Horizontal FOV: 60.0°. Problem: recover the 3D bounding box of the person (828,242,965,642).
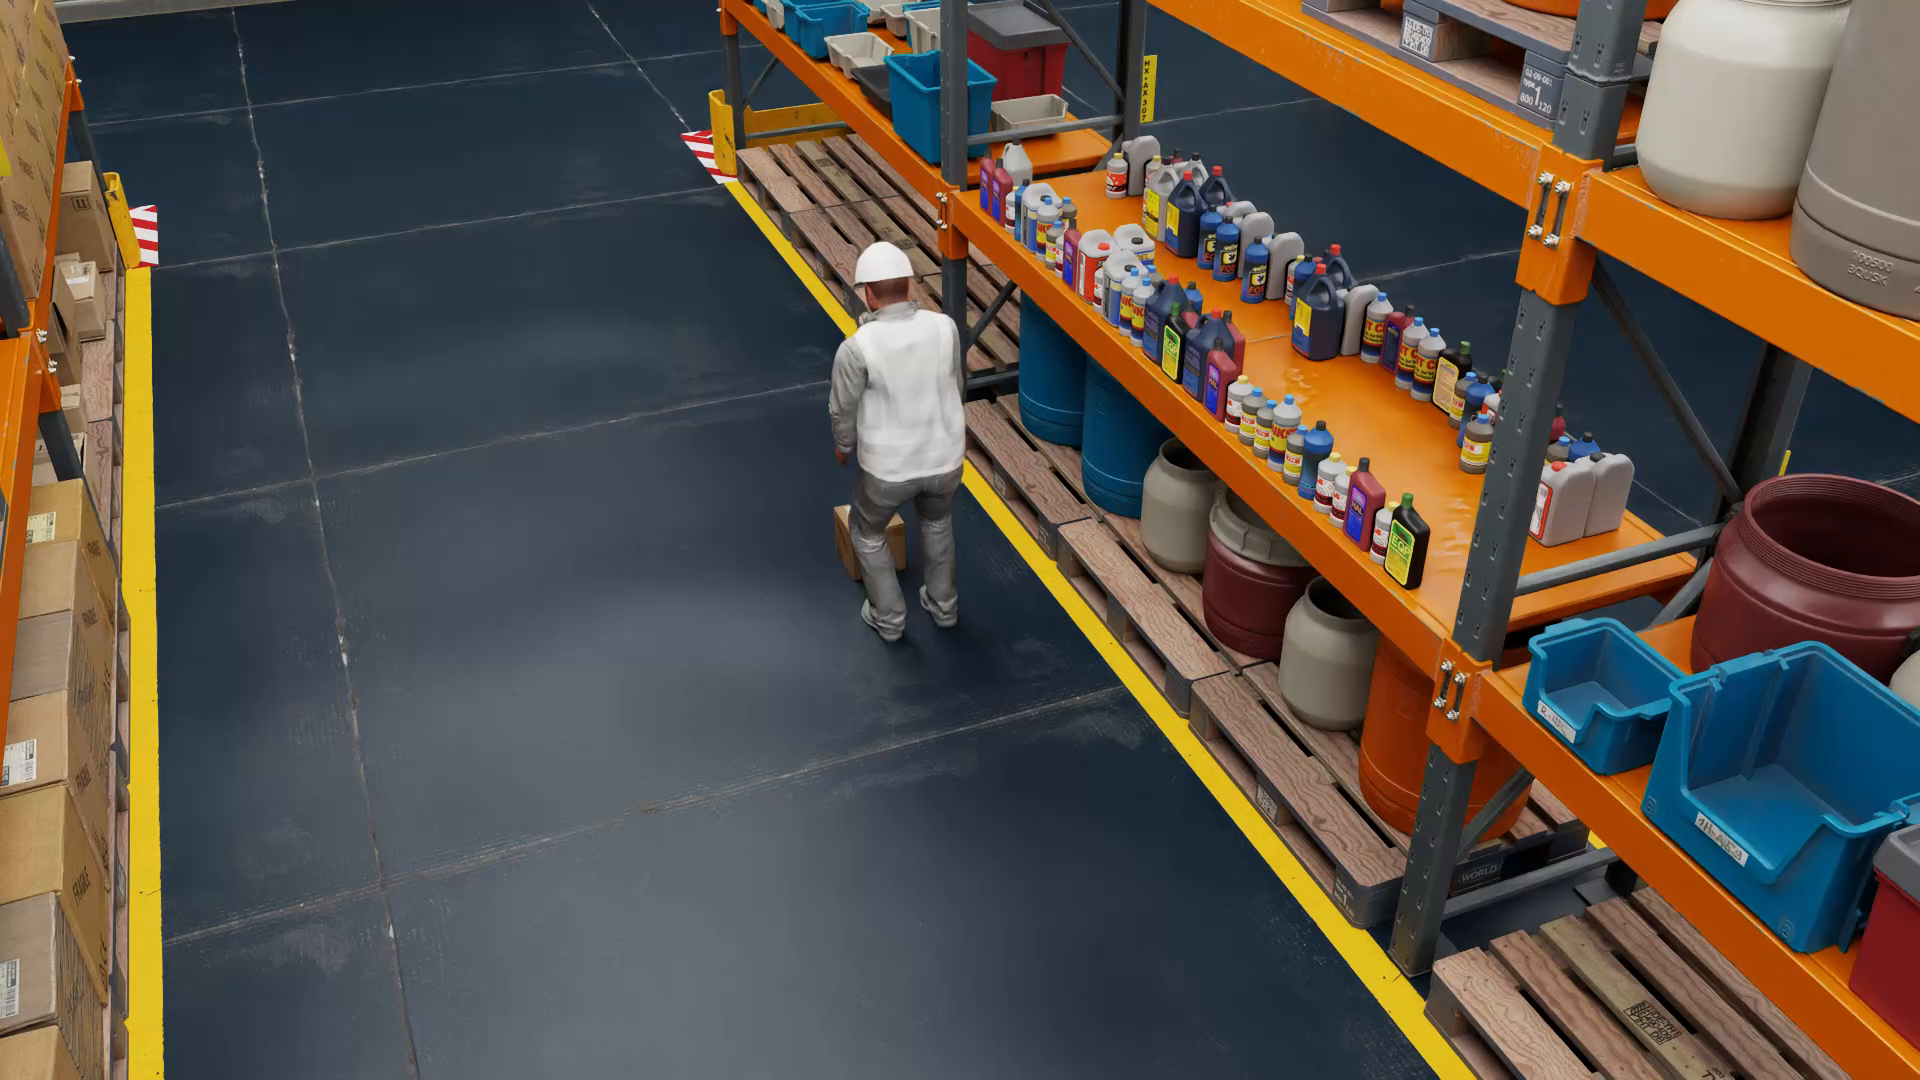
[{"bbox_3d":[-0.251,-0.368,6.757,0.567,1.695,0.516,-12,35,-18],"label":"person"}]
